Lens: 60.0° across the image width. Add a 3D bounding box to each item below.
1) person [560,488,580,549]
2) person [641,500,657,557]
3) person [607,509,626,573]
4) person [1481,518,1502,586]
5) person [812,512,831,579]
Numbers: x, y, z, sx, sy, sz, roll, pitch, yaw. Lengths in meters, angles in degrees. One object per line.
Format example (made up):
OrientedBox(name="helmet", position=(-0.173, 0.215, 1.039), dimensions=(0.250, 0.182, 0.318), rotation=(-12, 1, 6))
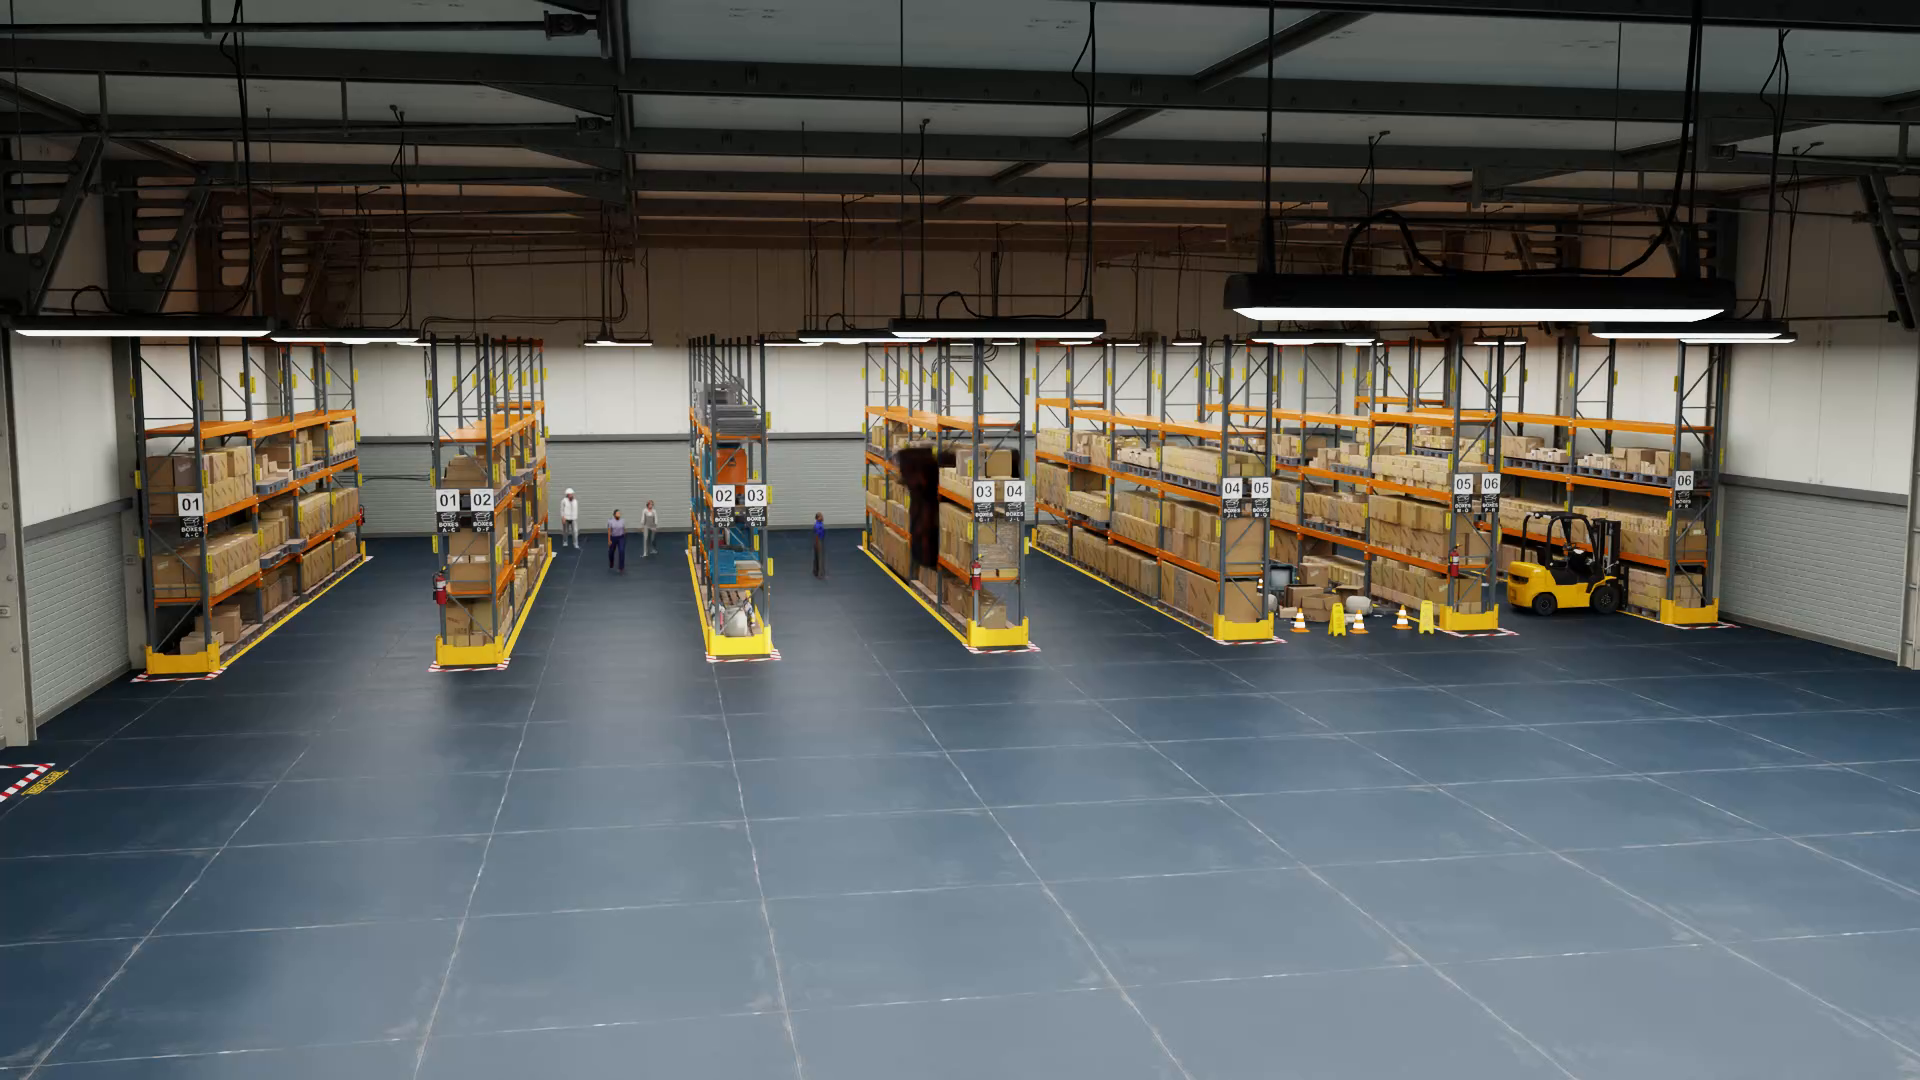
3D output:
OrientedBox(name="person", position=(-11.211, -0.613, 47.795), dimensions=(0.549, 1.738, 0.977), rotation=(-3, 7, -27))
OrientedBox(name="person", position=(-8.604, -0.328, 46.050), dimensions=(0.462, 1.551, 0.817), rotation=(0, 7, 0))
OrientedBox(name="person", position=(-8.839, 0.012, 42.825), dimensions=(0.462, 1.602, 0.665), rotation=(-1, 7, -13))
OrientedBox(name="person", position=(12.849, 0.307, 40.180), dimensions=(0.450, 1.714, 0.505), rotation=(3, 7, 24))
OrientedBox(name="person", position=(-3.471, 0.133, 41.722), dimensions=(0.500, 1.680, 0.485), rotation=(0, 7, 1))
